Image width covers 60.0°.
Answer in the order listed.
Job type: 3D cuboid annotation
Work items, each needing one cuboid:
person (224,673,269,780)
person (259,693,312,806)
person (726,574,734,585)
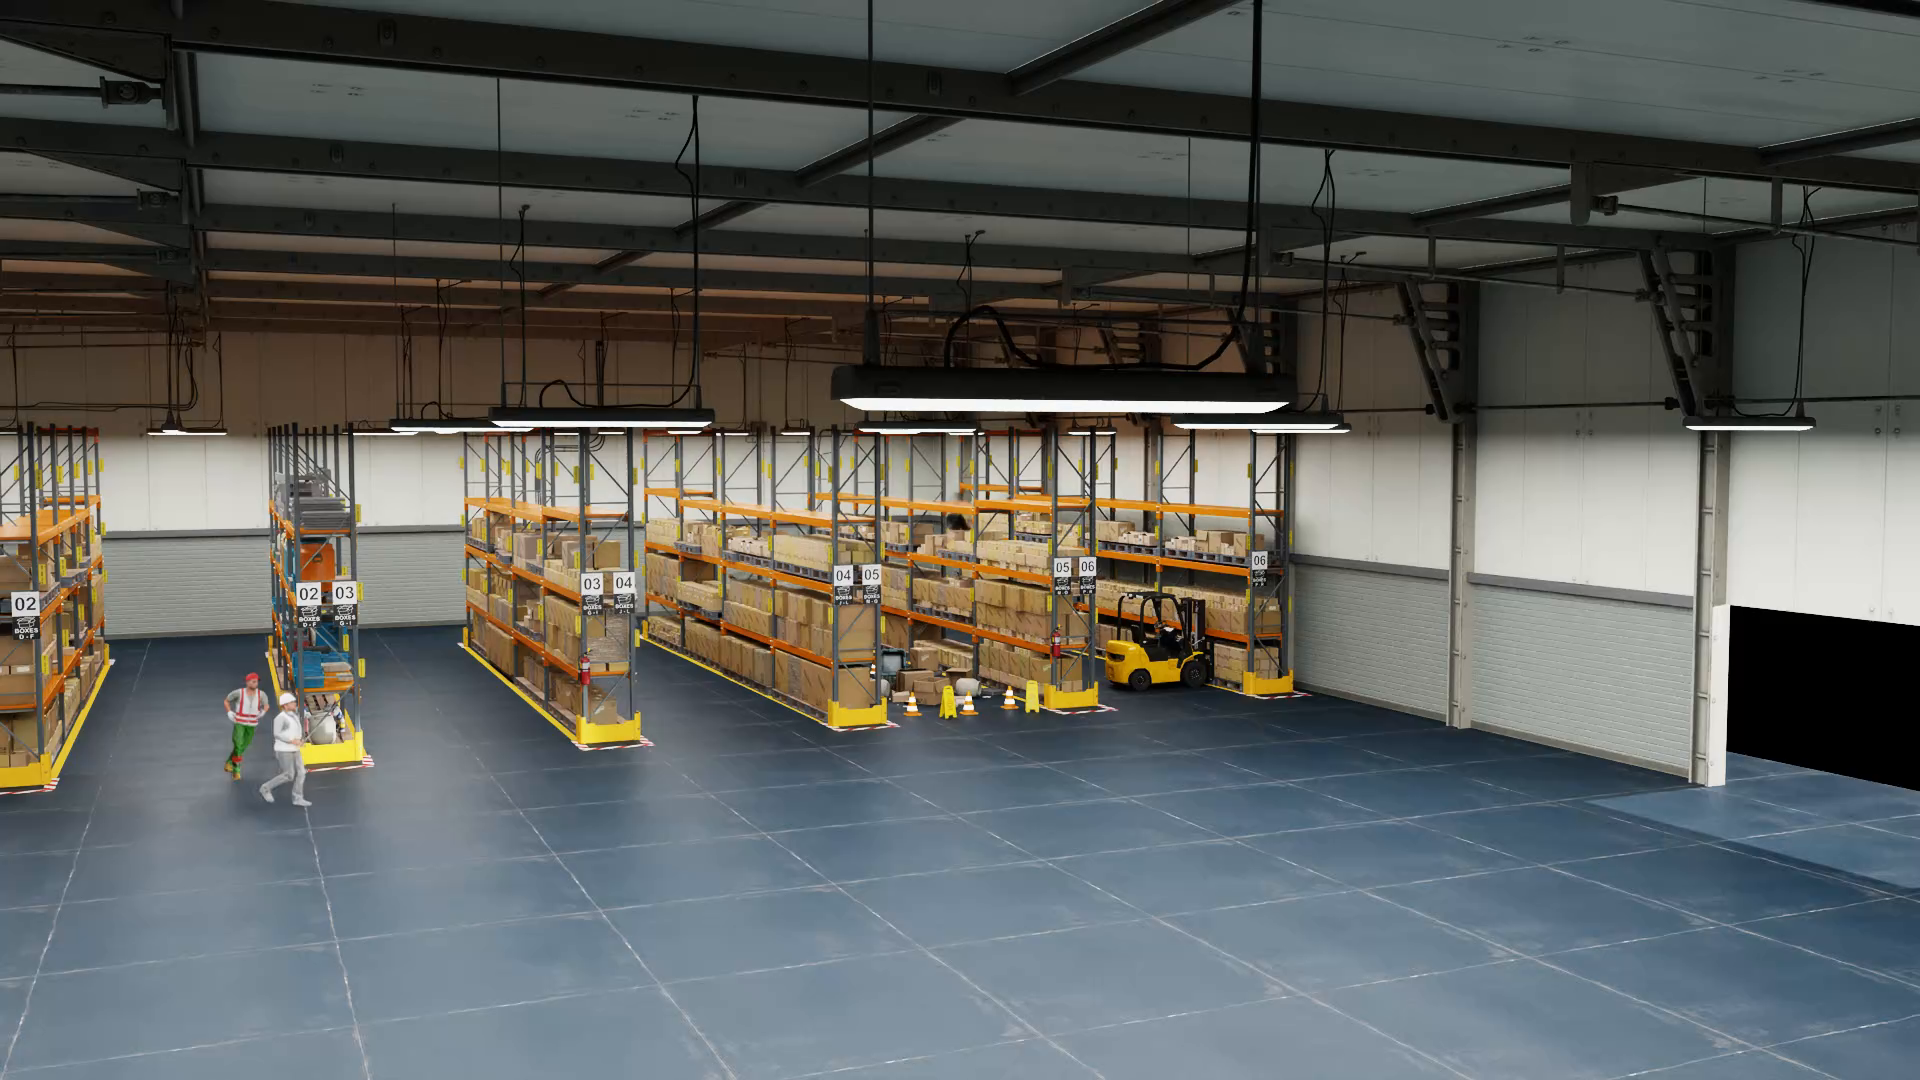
[{"bbox_3d":[-12.147,3.153,28.321,0.729,1.788,0.843,-3,5,-43],"label":"person"},{"bbox_3d":[-10.494,3.268,25.888,0.771,1.773,0.685,0,3,1],"label":"person"},{"bbox_3d":[-6.864,1.849,50.234,0.734,1.653,0.572,-1,4,-17],"label":"person"}]
